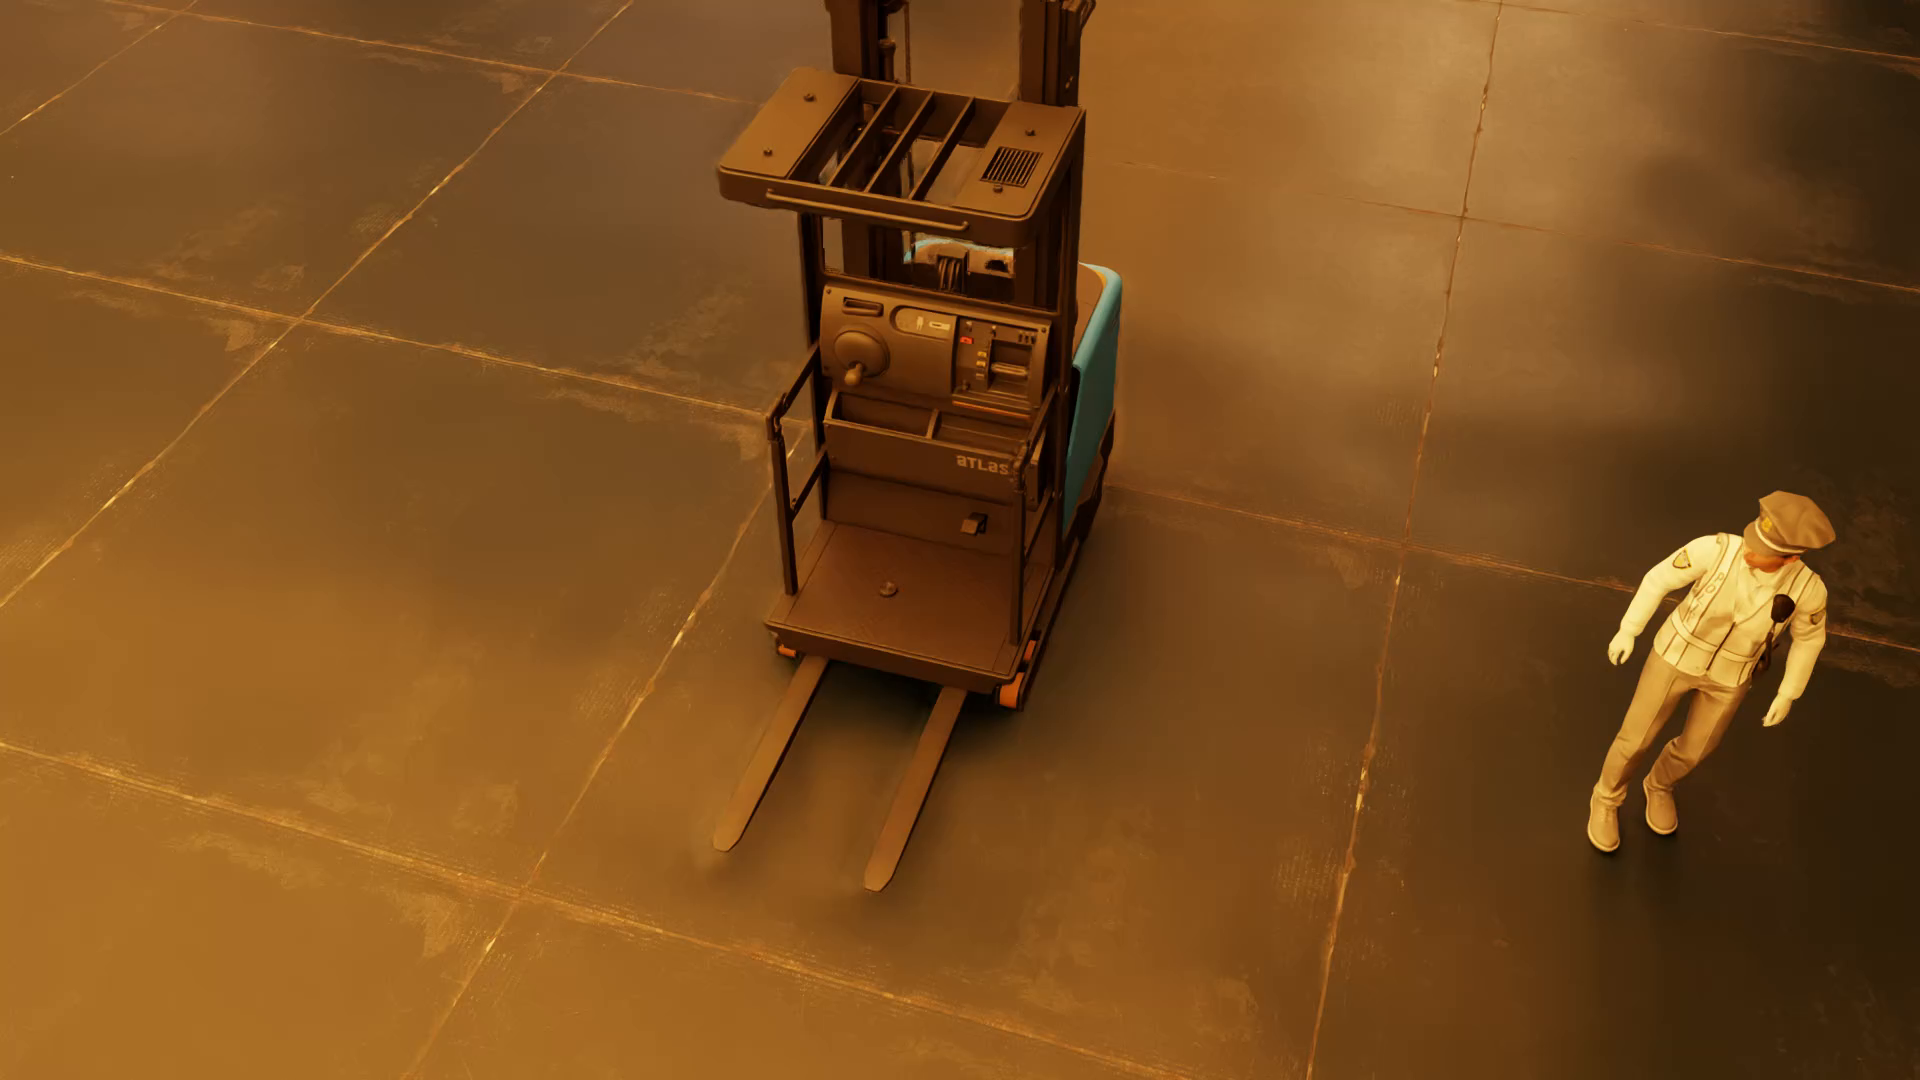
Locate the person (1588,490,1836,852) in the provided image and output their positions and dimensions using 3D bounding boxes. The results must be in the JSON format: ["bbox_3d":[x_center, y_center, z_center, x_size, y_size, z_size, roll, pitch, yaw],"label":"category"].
[{"bbox_3d":[2.720,0.510,6.076,0.677,1.660,0.447,14,45,15],"label":"person"}]

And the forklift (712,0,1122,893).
[{"bbox_3d":[-0.167,-0.665,6.404,1.130,2.935,3.031,12,44,13],"label":"forklift"}]
